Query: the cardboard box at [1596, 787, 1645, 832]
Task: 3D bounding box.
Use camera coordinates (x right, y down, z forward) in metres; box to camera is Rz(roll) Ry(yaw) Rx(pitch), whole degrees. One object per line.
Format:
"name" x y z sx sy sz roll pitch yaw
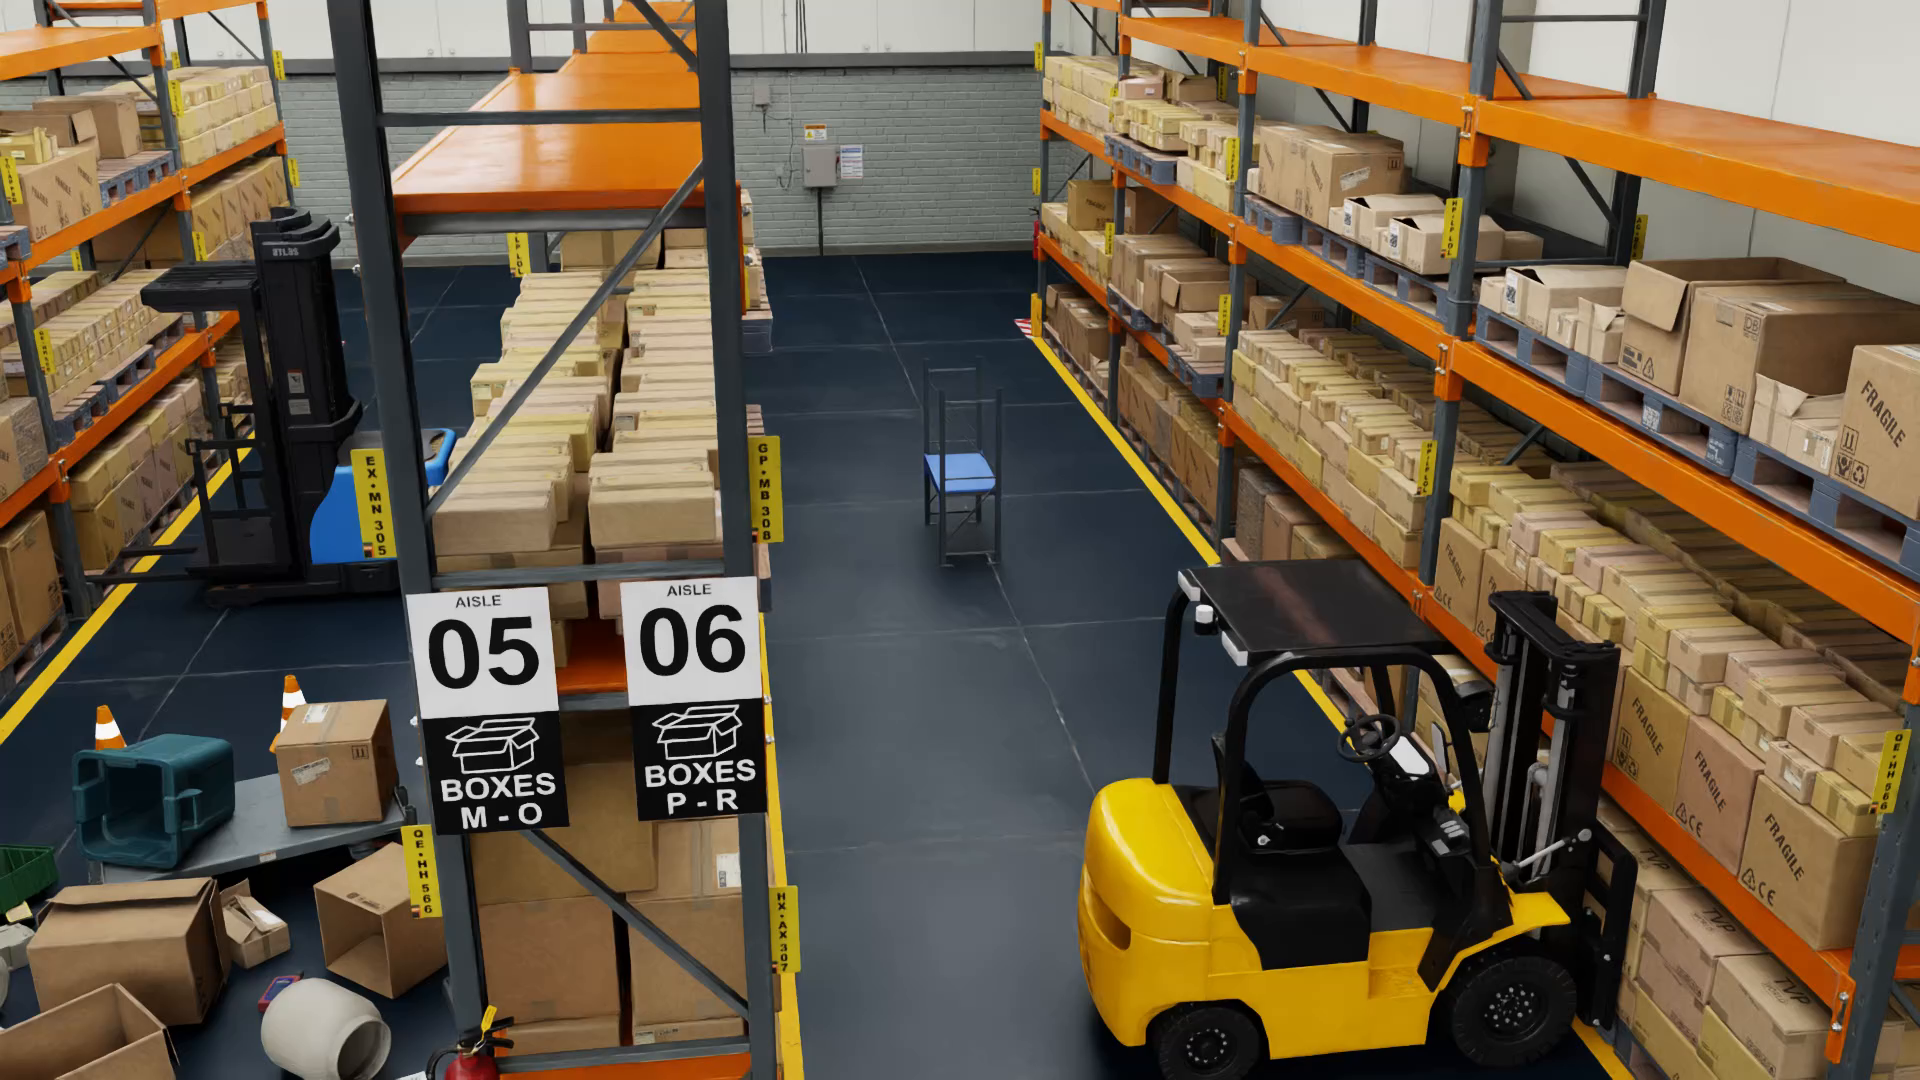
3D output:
"cardboard box" 3.201 1.398 8.162 0.500 0.250 0.500 -3 21 -9

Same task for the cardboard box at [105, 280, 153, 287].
"cardboard box" -7.396 -2.220 14.855 0.380 0.149 0.250 -4 21 -9

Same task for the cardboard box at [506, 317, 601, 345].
"cardboard box" -1.769 -0.868 7.259 0.380 0.149 0.250 -4 21 -10

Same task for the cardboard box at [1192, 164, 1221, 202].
"cardboard box" 2.263 -2.999 13.961 0.500 0.250 0.500 -3 21 -8

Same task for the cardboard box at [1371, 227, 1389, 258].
"cardboard box" 2.768 -1.837 10.250 0.380 0.149 0.250 -3 21 -8

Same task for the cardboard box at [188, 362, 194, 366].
"cardboard box" -8.240 -1.779 17.390 0.380 0.149 0.250 -4 21 -10

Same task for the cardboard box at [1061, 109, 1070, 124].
"cardboard box" 1.376 -4.899 19.193 0.380 0.149 0.250 -3 21 -8

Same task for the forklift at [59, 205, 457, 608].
"forklift" -5.554 -1.044 12.897 3.031 2.935 1.130 -3 21 -9

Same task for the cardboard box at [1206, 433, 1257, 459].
"cardboard box" 2.328 -0.813 14.225 0.380 0.149 0.250 -4 21 -10

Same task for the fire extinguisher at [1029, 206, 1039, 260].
"fire extinguisher" 1.018 -3.912 21.120 0.296 0.674 0.183 -3 21 -8

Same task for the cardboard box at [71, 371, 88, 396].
"cardboard box" -7.088 -1.219 13.026 0.380 0.149 0.250 -2 21 -5

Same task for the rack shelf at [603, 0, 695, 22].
"rack shelf" -3.126 -5.437 17.585 1.077 0.370 4.000 -3 21 -8

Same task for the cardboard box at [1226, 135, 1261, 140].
"cardboard box" 2.375 -3.187 13.467 0.380 0.149 0.250 -4 21 -10

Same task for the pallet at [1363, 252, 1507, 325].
"pallet" 3.087 -1.560 10.167 0.805 0.209 1.217 -4 21 -10

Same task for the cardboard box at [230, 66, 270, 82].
"cardboard box" -7.959 -5.214 18.607 0.380 0.149 0.250 -3 21 -8

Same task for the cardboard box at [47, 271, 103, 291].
"cardboard box" -8.120 -2.372 15.262 0.380 0.149 0.250 -2 21 -5

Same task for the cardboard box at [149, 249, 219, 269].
"cardboard box" -7.544 -2.544 16.247 0.500 0.500 0.500 -3 21 -9

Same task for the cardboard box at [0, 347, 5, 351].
"cardboard box" -7.783 -1.425 13.153 0.380 0.149 0.250 -3 21 -8

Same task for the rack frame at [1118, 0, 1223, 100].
"rack frame" 2.074 -5.520 16.209 1.000 3.000 0.127 -3 21 -8

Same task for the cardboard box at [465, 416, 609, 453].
"cardboard box" -1.599 -0.295 6.295 0.500 0.250 0.500 -2 21 -6

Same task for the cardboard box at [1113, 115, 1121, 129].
"cardboard box" 1.723 -4.118 16.357 0.380 0.149 0.250 -3 21 -7

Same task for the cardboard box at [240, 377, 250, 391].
"cardboard box" -7.706 -1.672 17.528 0.380 0.149 0.250 -2 21 -5

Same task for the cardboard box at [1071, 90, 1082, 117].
"cardboard box" 1.543 -4.871 18.547 0.500 0.250 0.500 -3 21 -9

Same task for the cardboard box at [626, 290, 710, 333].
"cardboard box" -1.361 -1.070 7.800 0.380 0.149 0.250 -2 21 -6

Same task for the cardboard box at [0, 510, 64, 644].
"cardboard box" -7.146 0.284 11.859 1.050 0.750 0.750 -3 21 -8

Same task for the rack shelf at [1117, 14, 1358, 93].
"rack shelf" 2.362 -4.304 14.551 1.077 0.370 4.000 -3 21 -8

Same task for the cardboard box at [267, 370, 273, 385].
"cardboard box" -7.759 -1.803 18.304 0.380 0.149 0.250 -3 21 -7

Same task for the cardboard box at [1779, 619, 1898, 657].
"cardboard box" 3.826 0.468 7.254 0.380 0.149 0.250 -2 21 -6

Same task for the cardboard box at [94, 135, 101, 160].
"cardboard box" -7.802 -3.419 14.396 0.500 0.311 0.500 -3 21 -9

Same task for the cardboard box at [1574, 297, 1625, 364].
"cardboard box" 3.140 -0.997 7.834 0.396 0.266 0.258 -3 21 -9

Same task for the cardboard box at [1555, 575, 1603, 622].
"cardboard box" 3.168 0.277 8.190 0.380 0.149 0.250 -4 21 -9

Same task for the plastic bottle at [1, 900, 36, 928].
"plastic bottle" -5.035 1.992 8.869 0.133 0.061 0.283 -15 25 -35

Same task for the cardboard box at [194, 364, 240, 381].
"cardboard box" -7.693 -1.716 17.221 0.380 0.149 0.250 -3 21 -9

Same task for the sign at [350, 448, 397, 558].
"sign" -1.660 -0.102 4.725 0.100 0.325 0.005 -3 21 -8

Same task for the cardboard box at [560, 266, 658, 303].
"cardboard box" -1.912 -1.415 9.119 0.500 0.250 0.500 -3 21 -9

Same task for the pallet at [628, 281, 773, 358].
"pallet" -1.668 -1.225 9.264 1.213 0.211 1.003 -3 21 -8

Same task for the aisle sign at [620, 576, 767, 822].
"aisle sign" -0.792 0.484 4.991 0.394 0.787 0.004 -3 21 -8

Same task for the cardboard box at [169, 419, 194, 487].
"cardboard box" -7.292 -0.778 15.059 0.500 0.500 0.500 -3 21 -9

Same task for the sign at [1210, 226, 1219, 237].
"sign" 2.622 -3.282 17.135 0.100 0.325 0.005 -3 21 -8

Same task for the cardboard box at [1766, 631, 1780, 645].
"cardboard box" 3.896 0.515 7.555 0.380 0.149 0.250 -2 21 -6

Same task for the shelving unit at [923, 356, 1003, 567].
"shelving unit" 0.012 -0.673 13.949 0.538 1.500 1.048 -3 21 -8

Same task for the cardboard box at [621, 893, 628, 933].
"cardboard box" -1.526 1.163 6.322 0.500 0.500 0.500 -3 21 -8

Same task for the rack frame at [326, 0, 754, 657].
"rack frame" -1.108 -1.114 4.412 1.000 3.000 0.127 -3 21 -8

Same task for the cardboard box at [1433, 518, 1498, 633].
"cardboard box" 3.032 0.180 9.379 0.500 0.500 0.500 -3 21 -9

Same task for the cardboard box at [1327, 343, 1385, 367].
"cardboard box" 3.023 -1.396 12.670 0.380 0.149 0.250 -3 21 -8

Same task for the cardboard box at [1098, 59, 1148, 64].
"cardboard box" 1.912 -5.483 19.472 0.500 0.250 0.500 -4 21 -9

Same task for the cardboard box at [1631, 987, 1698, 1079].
"cardboard box" 3.361 2.217 7.398 0.500 0.250 0.500 -3 21 -8

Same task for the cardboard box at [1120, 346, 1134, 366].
"cardboard box" 1.862 -1.902 17.141 0.380 0.149 0.250 -2 21 -5

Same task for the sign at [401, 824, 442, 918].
"sign" -1.660 1.027 5.147 0.100 0.325 0.005 -3 21 -8

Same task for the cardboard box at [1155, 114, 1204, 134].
"cardboard box" 1.963 -3.725 14.879 0.380 0.149 0.250 -3 21 -7

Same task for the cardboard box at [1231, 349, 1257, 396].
"cardboard box" 2.448 -1.322 13.042 0.500 0.250 0.500 -3 21 -8

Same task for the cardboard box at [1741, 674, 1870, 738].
"cardboard box" 3.412 0.668 6.719 0.380 0.149 0.250 -2 21 -7

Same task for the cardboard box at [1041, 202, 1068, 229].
"cardboard box" 1.296 -3.993 20.484 0.500 0.250 0.500 -3 21 -7

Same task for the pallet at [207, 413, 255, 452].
"pallet" -7.853 -1.098 16.929 1.003 0.211 1.213 -3 21 -8

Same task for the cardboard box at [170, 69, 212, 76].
"cardboard box" -8.458 -5.102 18.306 0.380 0.149 0.250 -2 21 -6

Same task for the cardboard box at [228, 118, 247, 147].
"cardboard box" -7.736 -4.218 17.223 0.500 0.250 0.500 -2 21 -5

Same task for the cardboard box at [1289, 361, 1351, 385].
"cardboard box" 2.623 -1.195 12.133 0.380 0.149 0.250 -3 21 -7

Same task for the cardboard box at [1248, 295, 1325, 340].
"cardboard box" 2.731 -1.755 13.958 0.500 0.500 0.500 -2 21 -5
